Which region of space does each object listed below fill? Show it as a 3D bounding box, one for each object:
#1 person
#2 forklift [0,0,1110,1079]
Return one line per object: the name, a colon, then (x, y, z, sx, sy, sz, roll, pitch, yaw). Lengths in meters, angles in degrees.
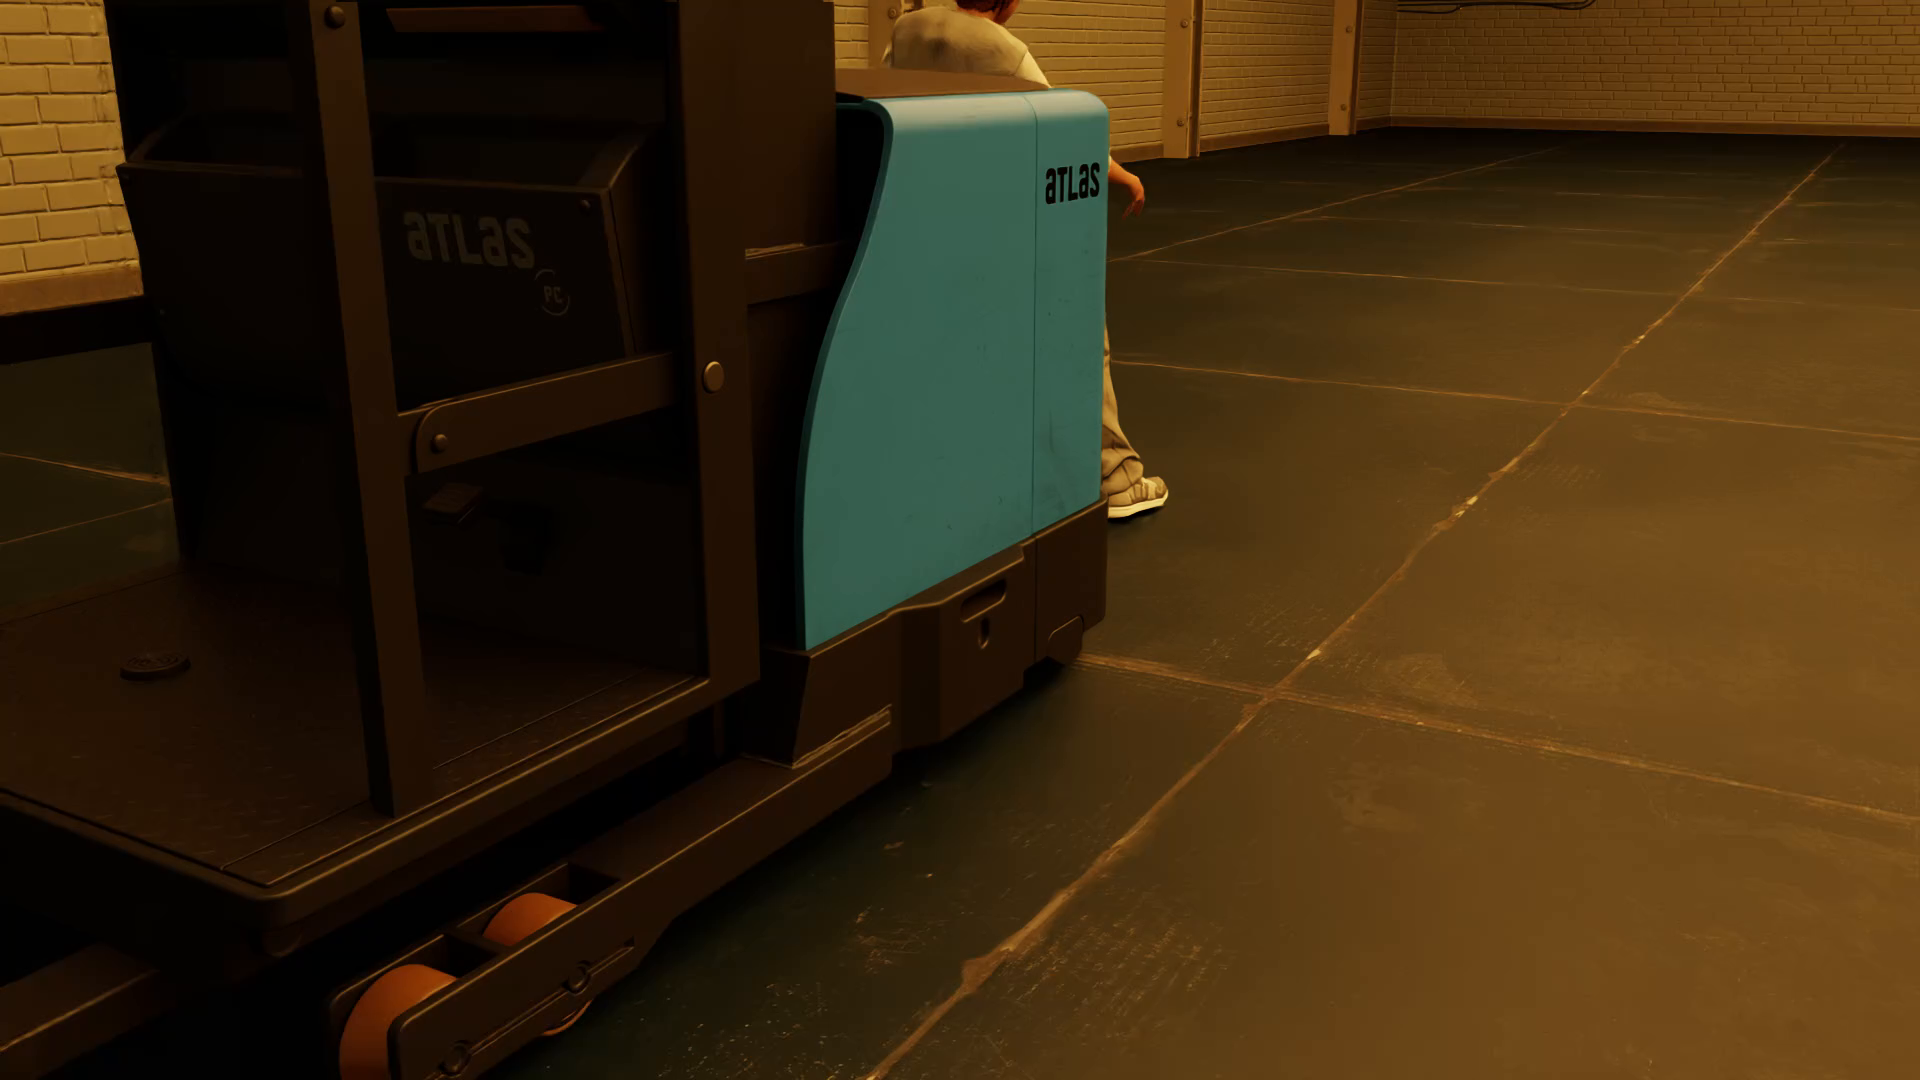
person: (0.134, -0.787, 4.161, 0.701, 1.427, 0.639, 12, 20, 36)
forklift: (-0.892, -0.909, 1.938, 1.130, 2.935, 3.031, 9, 19, 29)
